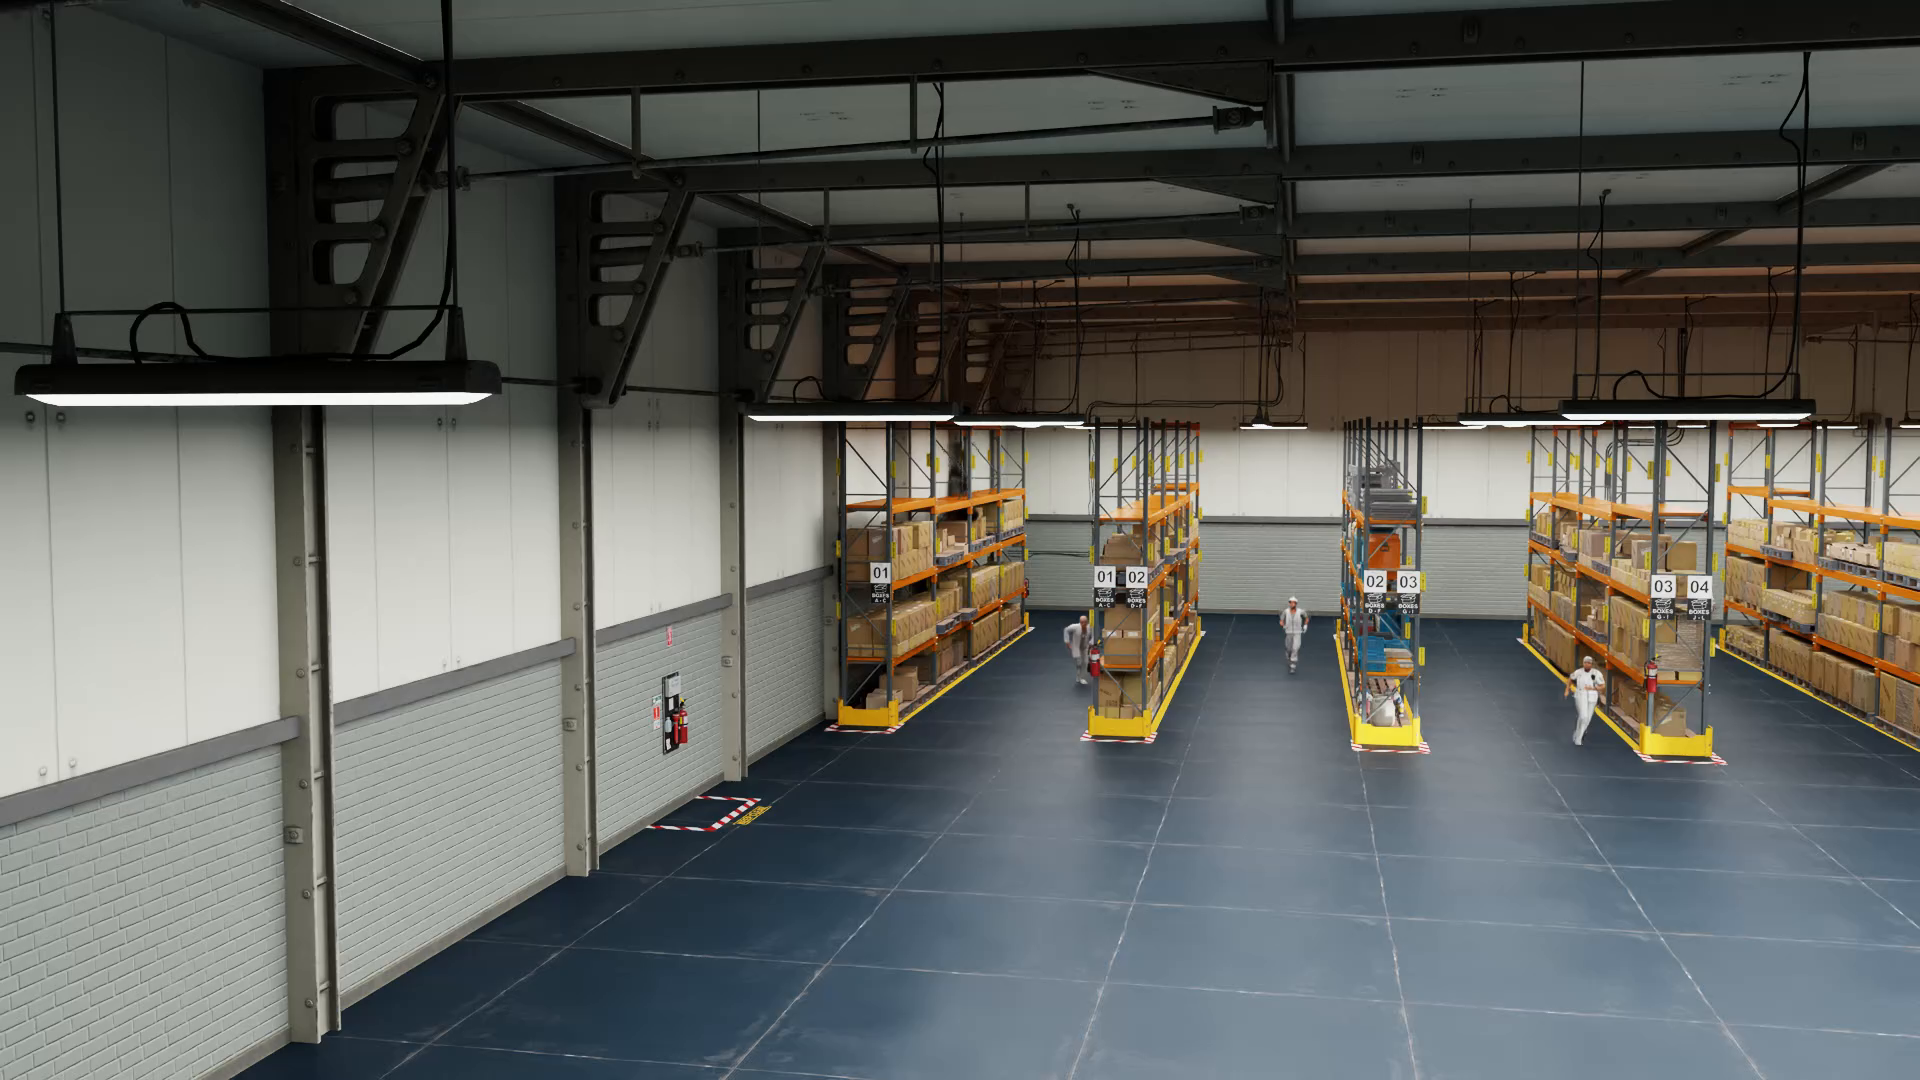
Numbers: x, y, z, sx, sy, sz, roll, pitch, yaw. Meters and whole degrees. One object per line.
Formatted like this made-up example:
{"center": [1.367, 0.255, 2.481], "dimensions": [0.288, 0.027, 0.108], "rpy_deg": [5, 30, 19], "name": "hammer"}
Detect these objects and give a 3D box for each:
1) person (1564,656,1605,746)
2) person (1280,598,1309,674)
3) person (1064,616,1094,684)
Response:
{"center": [11.427, 2.930, 30.389], "dimensions": [0.650, 1.631, 0.638], "rpy_deg": [1, 4, 9], "name": "person"}
{"center": [7.967, 2.259, 39.752], "dimensions": [0.644, 1.787, 0.930], "rpy_deg": [1, 4, 17], "name": "person"}
{"center": [2.720, 2.487, 37.795], "dimensions": [0.735, 1.590, 0.888], "rpy_deg": [0, 4, -5], "name": "person"}
